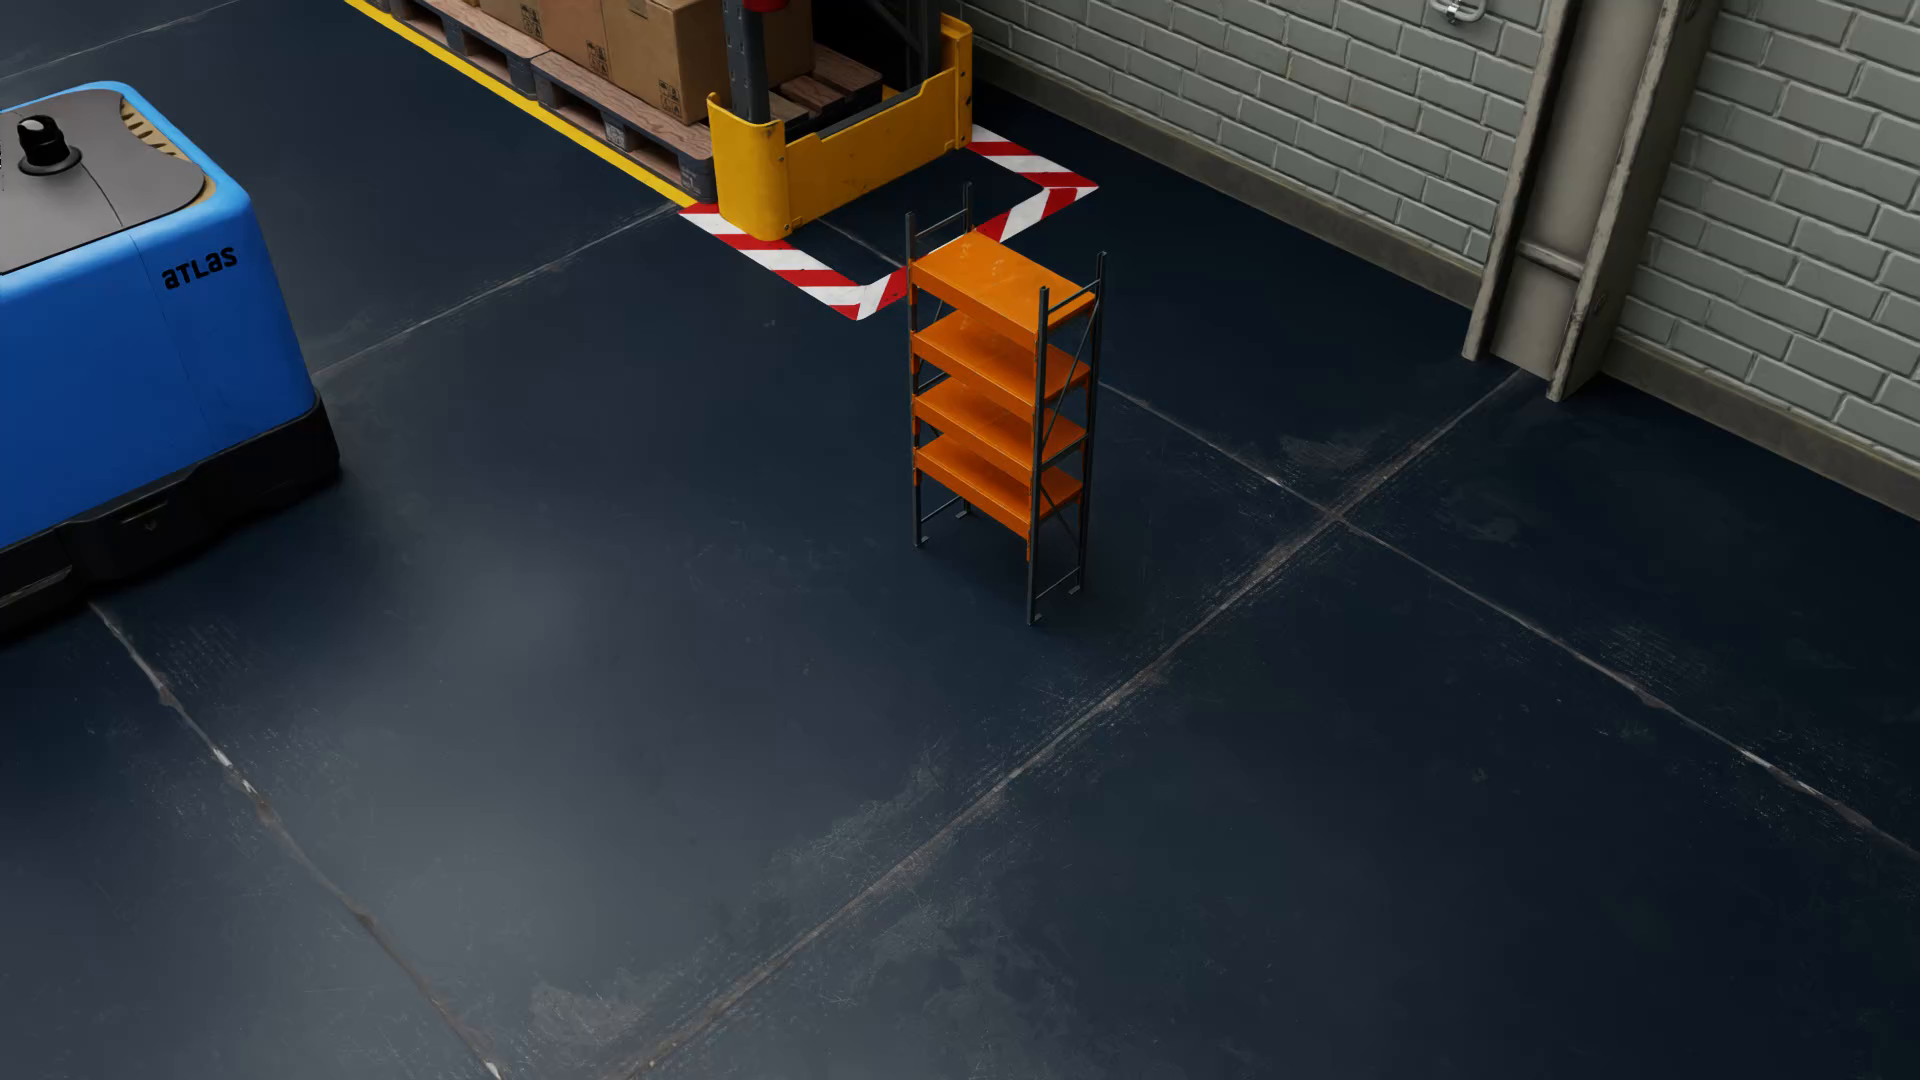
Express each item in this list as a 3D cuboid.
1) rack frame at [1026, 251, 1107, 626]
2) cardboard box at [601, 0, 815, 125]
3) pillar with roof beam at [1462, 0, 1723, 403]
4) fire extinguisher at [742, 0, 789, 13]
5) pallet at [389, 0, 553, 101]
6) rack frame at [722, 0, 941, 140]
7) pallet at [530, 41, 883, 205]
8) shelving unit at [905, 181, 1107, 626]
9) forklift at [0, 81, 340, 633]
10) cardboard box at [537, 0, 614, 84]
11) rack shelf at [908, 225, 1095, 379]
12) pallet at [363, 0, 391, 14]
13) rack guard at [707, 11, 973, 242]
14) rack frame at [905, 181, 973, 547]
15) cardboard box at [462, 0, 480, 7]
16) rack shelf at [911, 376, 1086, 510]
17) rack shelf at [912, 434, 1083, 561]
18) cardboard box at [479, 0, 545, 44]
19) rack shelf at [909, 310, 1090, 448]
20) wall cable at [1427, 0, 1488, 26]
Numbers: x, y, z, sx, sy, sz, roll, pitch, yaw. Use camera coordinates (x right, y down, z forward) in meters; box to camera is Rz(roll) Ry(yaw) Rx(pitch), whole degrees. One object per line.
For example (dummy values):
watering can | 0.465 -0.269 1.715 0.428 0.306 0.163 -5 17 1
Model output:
rack frame | 0.289 -0.244 4.630 0.240 1.200 0.015 -34 53 -31
cardboard box | -1.039 -2.151 6.900 0.700 0.500 0.500 -34 53 -31
pillar with roof beam | -1.003 -1.883 0.657 9.100 9.000 0.400 -34 53 -31
fire extinguisher | -0.694 -2.167 5.717 0.296 0.674 0.183 -34 53 -31
pallet | -1.951 -2.535 7.838 1.003 0.211 1.213 -34 53 -31
rack frame | -0.474 -2.626 5.882 1.000 3.000 0.127 -34 53 -31
pallet | -1.094 -1.949 7.203 1.003 0.211 1.213 -34 53 -31
shelving unit | 0.117 -0.361 4.757 0.258 1.200 0.503 -34 53 -31
forklift | -3.462 -0.856 4.017 3.031 2.935 1.130 -31 51 -29
cardboard box | -1.392 -2.391 7.160 0.500 0.500 0.700 34 53 31
rack shelf | 0.117 -0.650 4.490 0.258 0.148 0.480 -34 53 -31
pallet | -2.817 -3.121 8.472 1.003 0.211 1.213 -34 53 -31
rack guard | -0.457 -1.696 6.718 1.175 0.500 0.348 -34 53 -31
rack frame | -0.055 -0.478 4.884 0.240 1.200 0.015 -34 53 -31
cardboard box | -2.130 -2.885 7.694 0.700 0.500 0.500 -33 52 -30
rack shelf | 0.117 -0.312 4.802 0.258 0.148 0.480 -34 53 -31
rack shelf | 0.117 -0.166 4.937 0.258 0.148 0.480 -34 53 -31
cardboard box | -1.748 -2.632 7.421 0.500 0.500 0.700 32 52 30
rack shelf | 0.117 -0.476 4.651 0.258 0.148 0.480 -34 53 -31
wall cable | 1.100 -2.837 5.362 0.084 1.984 1.851 -34 53 -31
